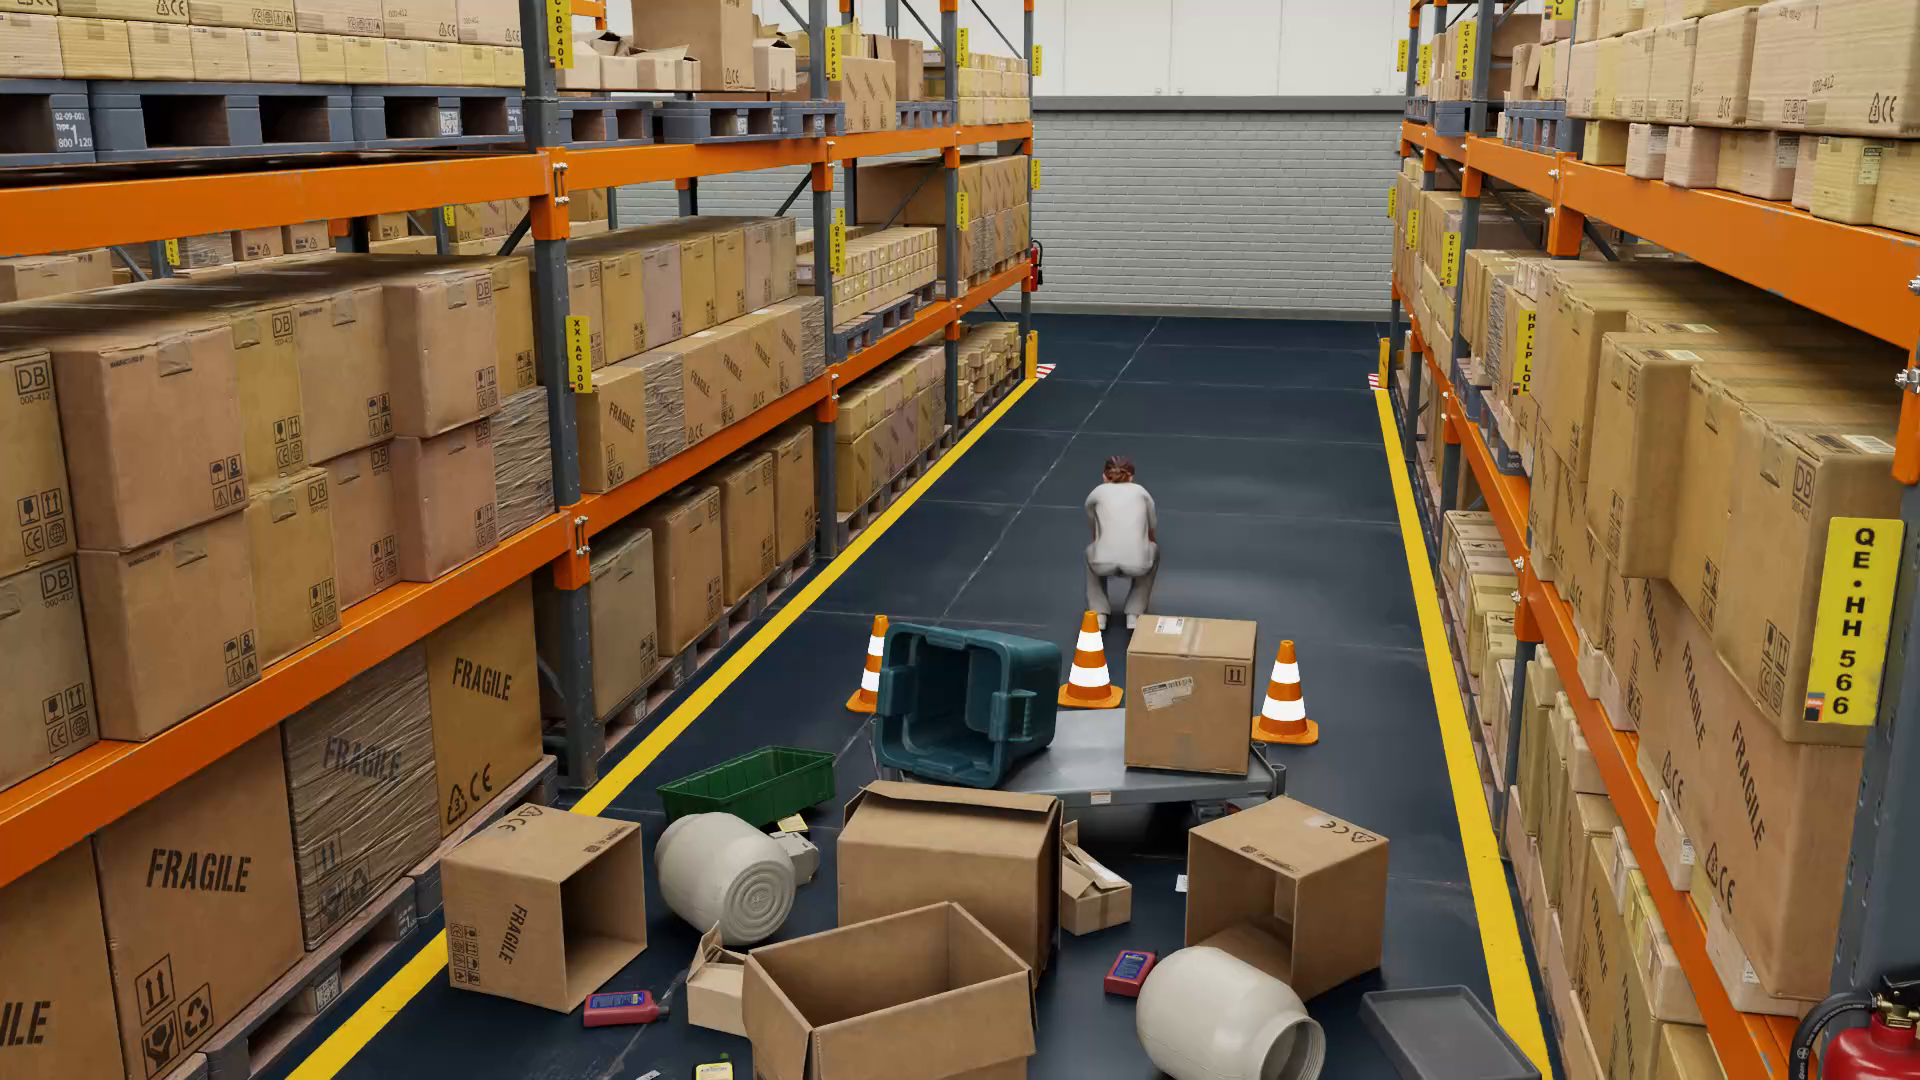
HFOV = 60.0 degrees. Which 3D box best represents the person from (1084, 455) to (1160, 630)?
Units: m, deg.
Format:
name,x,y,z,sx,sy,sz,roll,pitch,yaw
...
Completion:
name,x,y,z,sx,sy,sz,roll,pitch,yaw
person,0.957,0.014,9.893,0.456,0.956,0.802,3,15,10
